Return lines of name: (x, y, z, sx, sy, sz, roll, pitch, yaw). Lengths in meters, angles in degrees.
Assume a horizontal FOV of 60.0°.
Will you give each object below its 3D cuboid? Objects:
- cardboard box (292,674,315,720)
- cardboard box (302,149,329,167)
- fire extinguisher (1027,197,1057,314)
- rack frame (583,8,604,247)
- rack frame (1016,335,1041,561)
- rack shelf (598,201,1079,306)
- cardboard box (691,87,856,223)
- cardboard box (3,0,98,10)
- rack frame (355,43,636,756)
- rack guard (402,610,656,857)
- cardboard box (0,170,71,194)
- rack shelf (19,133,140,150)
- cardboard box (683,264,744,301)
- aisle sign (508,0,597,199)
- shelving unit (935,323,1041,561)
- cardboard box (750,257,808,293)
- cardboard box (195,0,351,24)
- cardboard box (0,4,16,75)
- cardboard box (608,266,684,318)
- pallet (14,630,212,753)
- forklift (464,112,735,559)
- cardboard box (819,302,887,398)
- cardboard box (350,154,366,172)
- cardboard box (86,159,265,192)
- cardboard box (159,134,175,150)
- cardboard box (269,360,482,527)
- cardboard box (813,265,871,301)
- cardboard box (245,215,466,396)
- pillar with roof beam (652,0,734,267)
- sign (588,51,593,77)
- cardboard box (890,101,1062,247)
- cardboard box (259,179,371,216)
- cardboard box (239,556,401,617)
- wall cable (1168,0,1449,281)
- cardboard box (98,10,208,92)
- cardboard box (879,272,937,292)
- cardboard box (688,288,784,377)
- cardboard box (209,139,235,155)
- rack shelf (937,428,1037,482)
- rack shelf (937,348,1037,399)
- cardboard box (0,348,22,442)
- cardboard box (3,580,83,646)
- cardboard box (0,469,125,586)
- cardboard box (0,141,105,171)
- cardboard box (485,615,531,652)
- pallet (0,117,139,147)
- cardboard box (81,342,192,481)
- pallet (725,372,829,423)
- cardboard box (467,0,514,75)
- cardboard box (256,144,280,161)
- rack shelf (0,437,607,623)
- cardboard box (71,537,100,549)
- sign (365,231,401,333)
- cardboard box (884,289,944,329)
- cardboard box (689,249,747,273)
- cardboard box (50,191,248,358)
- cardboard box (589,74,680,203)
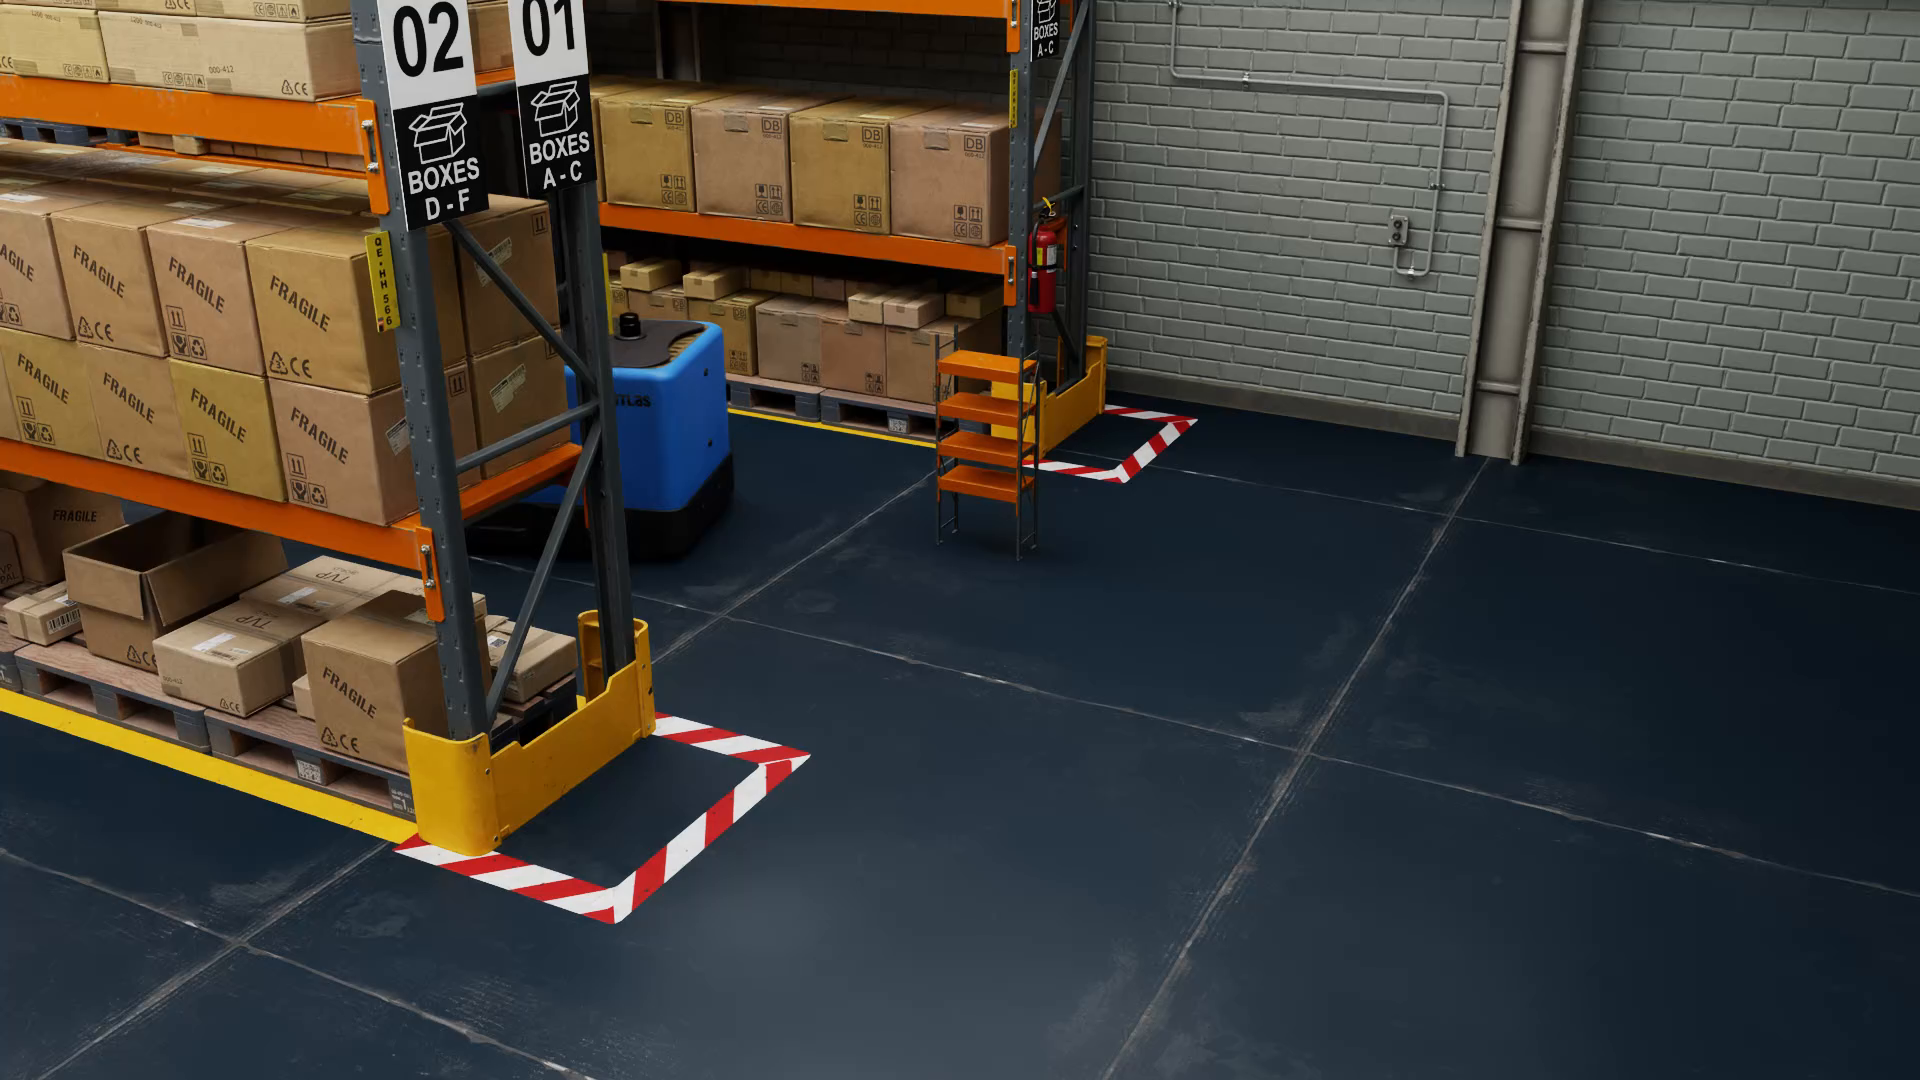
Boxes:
cardboard box: (-2.579, 0.613, 7.034, 0.250, 0.166, 0.380, 11, 25, 25)
cardboard box: (-4.775, -2.957, 12.667, 0.250, 0.149, 0.380, 12, 26, 26)
fire extinguisher: (0.497, -1.711, 10.016, 0.183, 0.674, 0.296, 11, 25, 25)
rack frame: (-3.000, -2.812, 12.030, 0.127, 3.000, 1.000, 11, 25, 25)
rack frame: (0.365, -0.480, 8.845, 0.015, 1.200, 0.240, 11, 25, 25)
rack shelf: (-1.215, -2.128, 11.341, 4.000, 0.370, 1.077, 11, 25, 25)
cardboard box: (-1.220, -2.593, 11.131, 0.700, 0.700, 0.980, 10, 25, 22)
cardboard box: (-3.126, -2.096, 6.066, 0.500, 0.250, 0.500, 11, 25, 25)
rack frame: (-1.662, -0.375, 6.300, 0.127, 3.000, 1.000, 11, 25, 25)
rack guard: (-1.729, 0.761, 6.821, 0.348, 0.500, 1.175, 11, 25, 25)
cardboard box: (-4.019, -1.224, 6.891, 0.500, 0.500, 0.500, 10, 25, 23)
rack shelf: (-8.354, -3.541, 14.663, 4.000, 0.370, 1.077, 11, 25, 25)
cardboard box: (-1.689, -1.770, 11.407, 0.250, 0.149, 0.380, 10, 25, 23)
aisle sign: (-1.468, -1.662, 6.004, 0.004, 0.787, 0.394, 11, 25, 25)
shelving unit: (0.148, -0.523, 8.946, 0.503, 1.200, 0.258, 11, 25, 25)
cardboard box: (-1.256, -1.852, 11.601, 0.250, 0.149, 0.380, 11, 25, 24)
cardboard box: (-2.235, -1.918, 5.648, 0.500, 0.250, 0.500, 11, 25, 25)
cardboard box: (-3.571, -1.955, 6.373, 0.500, 0.250, 0.500, 11, 25, 25)
cardboard box: (-2.378, -1.688, 12.043, 0.500, 0.500, 0.700, 12, 26, 25)
pallet: (-3.526, 0.538, 7.715, 1.213, 0.211, 1.003, 11, 25, 25)
forklift: (-2.887, -1.503, 9.039, 3.031, 2.935, 1.130, 4, 23, 8)
cardboard box: (-0.546, -1.326, 11.193, 0.500, 0.500, 0.700, 11, 25, 24)
cardboard box: (-4.326, -2.857, 12.431, 0.250, 0.149, 0.380, 11, 25, 25)
cardboard box: (-3.307, -1.321, 7.118, 0.500, 0.500, 0.500, 11, 25, 24)
cardboard box: (-6.159, -3.226, 13.298, 0.250, 0.149, 0.380, 12, 26, 25)
cardboard box: (-2.184, -0.405, 6.243, 0.500, 0.500, 0.500, 12, 26, 26)
cardboard box: (-0.801, -1.762, 11.390, 0.250, 0.149, 0.380, 12, 26, 25)
cardboard box: (-2.183, -0.864, 6.044, 0.500, 0.500, 0.500, 11, 25, 24)
pillar with roof beam: (-3.927, -4.248, 7.741, 0.400, 9.000, 9.100, 11, 25, 25)
sign: (-2.750, -3.441, 12.302, 0.005, 0.325, 0.100, 11, 25, 25)
cardboard box: (0.111, -2.331, 10.514, 0.700, 0.700, 0.980, 12, 26, 27)
cardboard box: (-2.409, -1.142, 6.696, 0.500, 0.500, 0.500, 11, 26, 25)
cardboard box: (-2.911, 0.316, 7.626, 0.500, 0.250, 0.500, 11, 25, 25)
wall cable: (2.140, -2.678, 10.416, 1.851, 1.984, 0.084, 11, 25, 25)
cardboard box: (-2.680, -1.777, 5.956, 0.500, 0.250, 0.500, 11, 25, 25)
cardboard box: (-0.350, -1.673, 11.180, 0.250, 0.149, 0.380, 11, 26, 25)
cardboard box: (-1.475, -1.506, 11.617, 0.500, 0.500, 0.700, 12, 26, 26)
cardboard box: (-5.680, -3.148, 13.115, 0.250, 0.149, 0.380, 11, 25, 24)
rack shelf: (0.148, -0.461, 8.973, 0.480, 0.148, 0.258, 11, 25, 25)
rack shelf: (0.148, -0.885, 8.793, 0.480, 0.148, 0.258, 11, 25, 25)
cardboard box: (-3.996, -0.764, 7.086, 0.500, 0.500, 0.500, 11, 25, 24)
cardboard box: (-4.178, 0.319, 7.726, 0.250, 0.166, 0.380, 11, 25, 25)
cardboard box: (-4.595, -0.132, 8.360, 0.500, 0.500, 0.500, 11, 25, 25)
cardboard box: (-4.205, -1.499, 7.538, 0.500, 0.500, 0.500, 11, 25, 24)
cardboard box: (-2.103, 0.488, 7.328, 0.250, 0.166, 0.380, 11, 25, 25)
pallet: (-7.253, -3.519, 13.937, 1.003, 0.211, 1.213, 11, 25, 25)
cardboard box: (-3.091, -0.586, 6.667, 0.500, 0.500, 0.500, 11, 26, 25)
pallet: (-1.263, -1.153, 11.691, 1.213, 0.211, 1.003, 11, 25, 25)
cardboard box: (-2.005, -1.866, 6.164, 0.500, 0.250, 0.500, 11, 25, 25)
cardboard box: (-5.219, -3.056, 12.898, 0.250, 0.149, 0.380, 12, 26, 25)
rack shelf: (-3.446, -0.398, 7.271, 4.000, 0.370, 1.077, 11, 25, 25)
cardboard box: (-3.926, 0.087, 8.086, 0.500, 0.311, 0.500, 11, 25, 25)
sign: (-1.930, -0.863, 5.564, 0.005, 0.325, 0.100, 11, 25, 25)
cardboard box: (-0.296, -1.495, 10.762, 0.250, 0.149, 0.380, 11, 25, 24)
cardboard box: (-1.712, -1.942, 11.813, 0.250, 0.149, 0.380, 10, 25, 23)
cardboard box: (-3.099, -1.043, 6.464, 0.500, 0.500, 0.500, 12, 26, 26)
cardboard box: (-2.523, -2.849, 11.733, 0.700, 0.700, 0.980, 12, 26, 25)
